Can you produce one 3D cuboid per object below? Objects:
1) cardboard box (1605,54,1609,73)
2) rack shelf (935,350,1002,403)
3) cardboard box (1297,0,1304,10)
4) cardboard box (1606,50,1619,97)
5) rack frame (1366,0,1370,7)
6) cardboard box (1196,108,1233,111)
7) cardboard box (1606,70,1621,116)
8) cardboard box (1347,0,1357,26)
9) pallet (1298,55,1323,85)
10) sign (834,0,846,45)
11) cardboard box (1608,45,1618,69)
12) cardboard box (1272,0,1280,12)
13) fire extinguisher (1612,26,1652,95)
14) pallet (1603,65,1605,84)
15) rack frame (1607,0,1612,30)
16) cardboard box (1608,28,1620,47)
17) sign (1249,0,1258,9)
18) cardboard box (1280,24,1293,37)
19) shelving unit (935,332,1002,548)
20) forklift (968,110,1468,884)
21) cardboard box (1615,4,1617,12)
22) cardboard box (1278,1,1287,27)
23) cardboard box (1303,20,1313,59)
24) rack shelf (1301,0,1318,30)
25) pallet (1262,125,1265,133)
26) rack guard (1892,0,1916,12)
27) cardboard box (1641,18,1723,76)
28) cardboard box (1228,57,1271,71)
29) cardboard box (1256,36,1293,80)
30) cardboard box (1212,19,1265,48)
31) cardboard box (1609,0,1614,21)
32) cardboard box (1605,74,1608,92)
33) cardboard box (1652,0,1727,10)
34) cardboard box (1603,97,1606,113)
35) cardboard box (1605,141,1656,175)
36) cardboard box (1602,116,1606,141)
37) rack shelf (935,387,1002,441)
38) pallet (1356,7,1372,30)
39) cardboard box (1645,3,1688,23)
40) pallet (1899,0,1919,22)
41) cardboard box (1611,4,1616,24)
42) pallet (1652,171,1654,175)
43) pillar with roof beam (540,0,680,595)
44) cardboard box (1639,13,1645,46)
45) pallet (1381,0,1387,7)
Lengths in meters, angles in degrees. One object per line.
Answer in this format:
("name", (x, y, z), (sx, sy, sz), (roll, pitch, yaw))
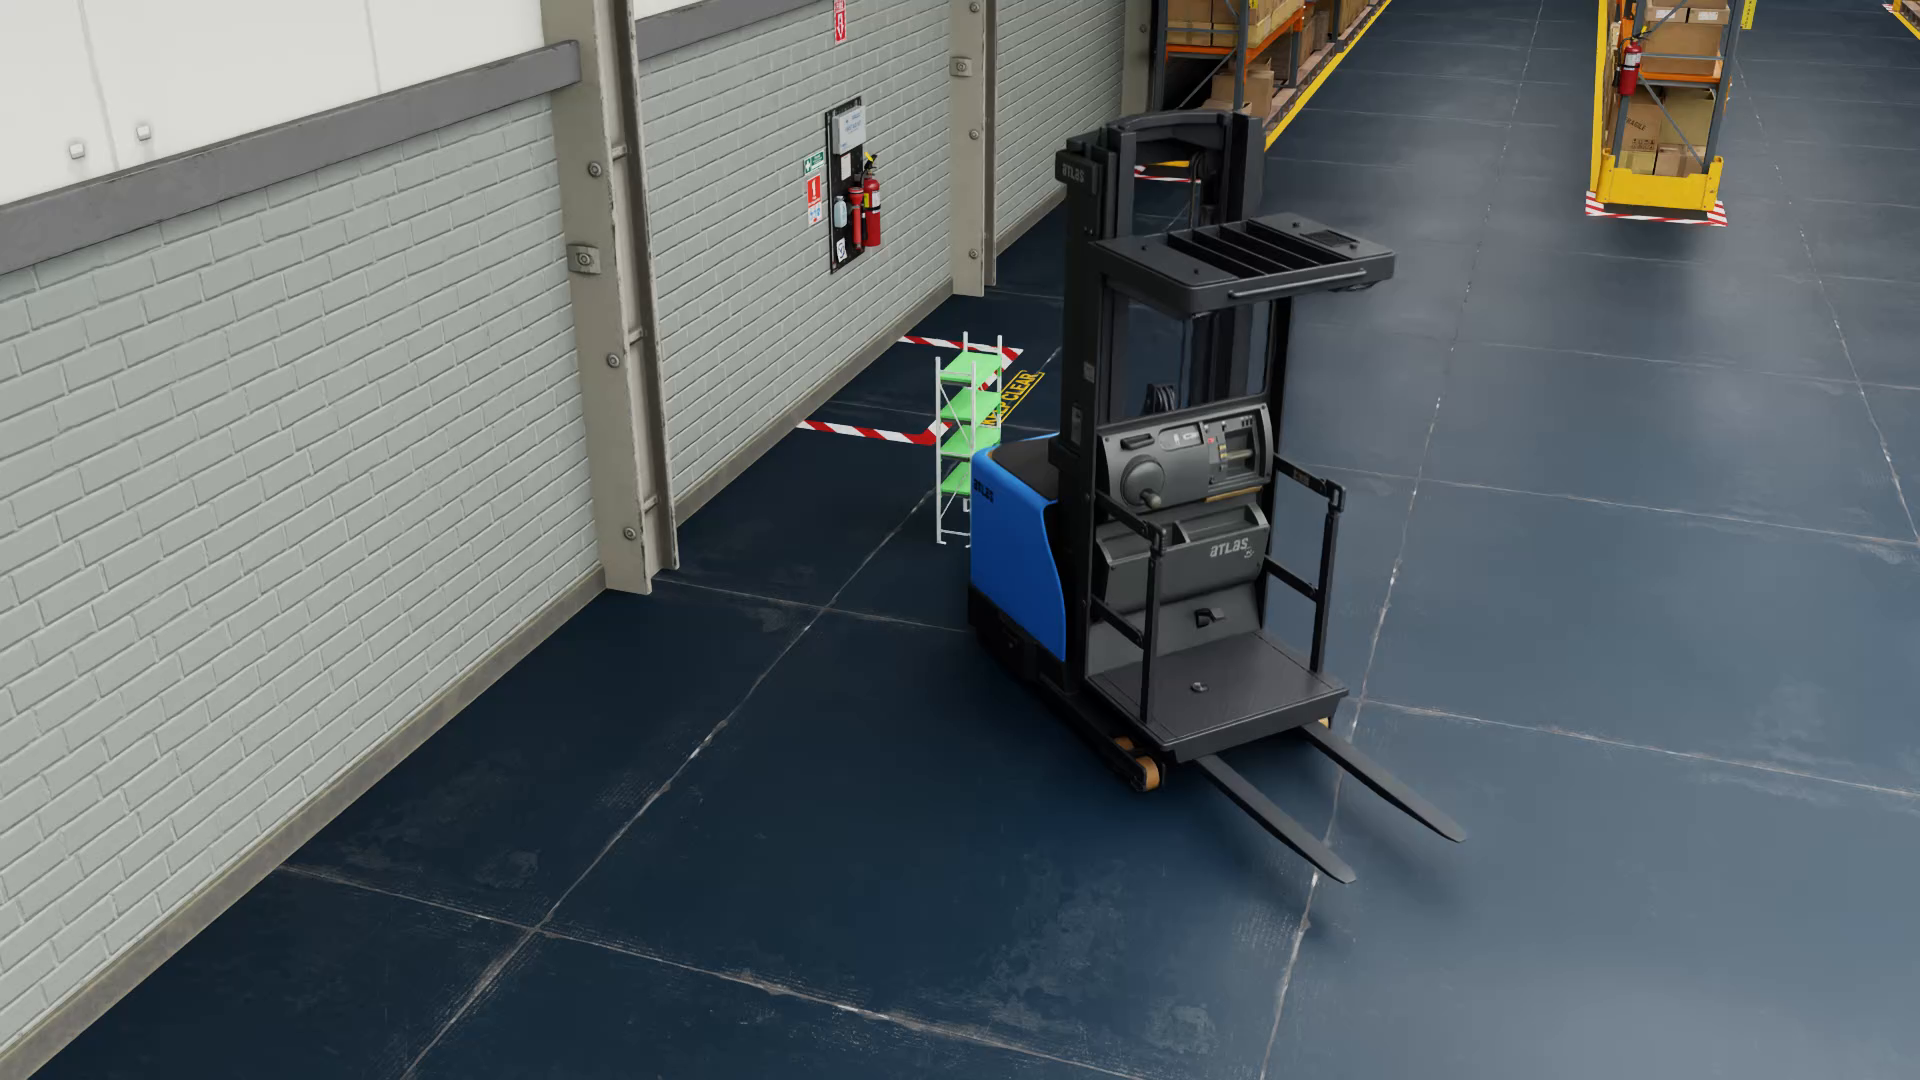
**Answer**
("cardboard box", (9.243, -6.583, 23.077), (0.500, 0.250, 0.500), (8, 27, 16))
("rack shelf", (0.055, -0.983, 9.948), (0.258, 0.148, 0.480), (9, 27, 17))
("cardboard box", (4.153, -7.001, 21.417), (0.500, 0.250, 0.500), (9, 27, 18))
("cardboard box", (8.248, -5.725, 20.445), (0.500, 0.500, 0.500), (9, 27, 17))
("rack frame", (6.687, -10.586, 28.672), (1.000, 3.000, 0.127), (9, 27, 17))
("cardboard box", (3.009, -4.914, 19.537), (0.500, 0.311, 0.500), (6, 26, 12))
("cardboard box", (7.751, -5.109, 19.172), (0.500, 0.500, 0.500), (9, 27, 17))
("cardboard box", (6.022, -8.806, 26.980), (0.750, 0.750, 0.750), (9, 27, 17))
("pallet", (4.687, -6.866, 24.189), (1.003, 0.211, 1.213), (9, 27, 17))
("sign", (-0.841, -3.646, 11.679), (0.001, 0.298, 0.199), (9, 27, 17))
("cardboard box", (8.897, -6.413, 22.082), (0.500, 0.311, 0.500), (9, 27, 17))
("cardboard box", (3.488, -6.499, 19.520), (0.500, 0.500, 0.500), (8, 27, 16))
("fire extinguisher", (6.889, -4.922, 17.062), (0.296, 0.674, 0.183), (9, 27, 17))
("pallet", (9.718, -6.638, 23.717), (1.003, 0.211, 1.213), (9, 27, 17))
("rack frame", (11.359, -9.869, 27.191), (1.000, 3.000, 0.127), (9, 27, 17))
("cardboard box", (9.410, -7.039, 23.377), (0.500, 0.311, 0.500), (8, 27, 16))
("sign", (3.205, -5.966, 18.135), (0.100, 0.325, 0.005), (9, 27, 17))
("cardboard box", (4.397, -7.195, 23.171), (0.500, 0.250, 0.500), (8, 27, 16))
("shelving unit", (0.055, -0.608, 10.129), (0.258, 1.200, 0.503), (9, 27, 17))
("forklift", (1.174, -0.360, 7.630), (1.130, 2.935, 3.031), (-13, 29, -25))
("cardboard box", (10.133, -8.078, 24.995), (0.500, 0.250, 0.500), (10, 28, 19))
("cardboard box", (3.660, -6.382, 20.138), (0.500, 0.250, 0.500), (9, 27, 18))
("cardboard box", (4.746, -7.308, 24.266), (0.700, 0.500, 0.500), (9, 27, 17))
("rack shelf", (4.690, -7.796, 23.736), (1.077, 0.370, 4.000), (9, 27, 17))
("pallet", (3.023, -4.759, 19.838), (1.003, 0.211, 1.213), (9, 27, 17))
("rack guard", (17.356, -9.680, 29.668), (1.175, 0.500, 0.348), (9, 27, 17))
("cardboard box", (7.534, -5.173, 17.377), (0.700, 0.500, 0.500), (9, 27, 17))
("cardboard box", (3.717, -5.939, 21.438), (0.500, 0.500, 0.500), (7, 27, 14))
("cardboard box", (4.254, -6.676, 22.960), (0.700, 0.500, 0.500), (10, 27, 19))
("cardboard box", (3.155, -5.750, 18.834), (0.500, 0.250, 0.500), (8, 27, 16))
("cardboard box", (10.969, -8.779, 27.302), (0.500, 0.500, 0.500), (8, 27, 15))
("cardboard box", (8.732, -5.953, 21.776), (0.500, 0.250, 0.500), (8, 27, 17))
("cardboard box", (7.551, -5.778, 17.139), (0.700, 0.500, 0.500), (9, 27, 18))
("cardboard box", (8.257, -5.386, 20.606), (0.500, 0.250, 0.500), (9, 27, 17))
("cardboard box", (7.266, -4.152, 18.057), (0.500, 0.250, 0.500), (9, 27, 17))
("cardboard box", (7.754, -4.770, 19.334), (0.500, 0.250, 0.500), (9, 27, 17))
("rack shelf", (0.055, -0.767, 10.052), (0.258, 0.148, 0.480), (9, 27, 17))
("pallet", (6.501, -9.003, 28.602), (1.003, 0.211, 1.213), (9, 27, 17))
("cardboard box", (7.314, -5.459, 17.224), (0.380, 0.149, 0.250), (8, 27, 17))
("pallet", (17.049, -9.205, 29.019), (1.003, 0.211, 1.213), (9, 27, 17))
("cardboard box", (10.291, -7.929, 25.548), (0.500, 0.500, 0.500), (8, 27, 16))
("pallet", (7.581, -4.003, 18.275), (1.003, 0.211, 1.213), (9, 27, 17))
("pillar with roof beam", (2.177, -3.212, 6.558), (9.100, 9.000, 0.400), (9, 27, 17))
("cardboard box", (8.046, -5.809, 18.691), (0.700, 0.500, 0.500), (10, 27, 19))
("pallet", (7.418, -10.135, 30.940), (1.003, 0.211, 1.213), (9, 27, 17))
